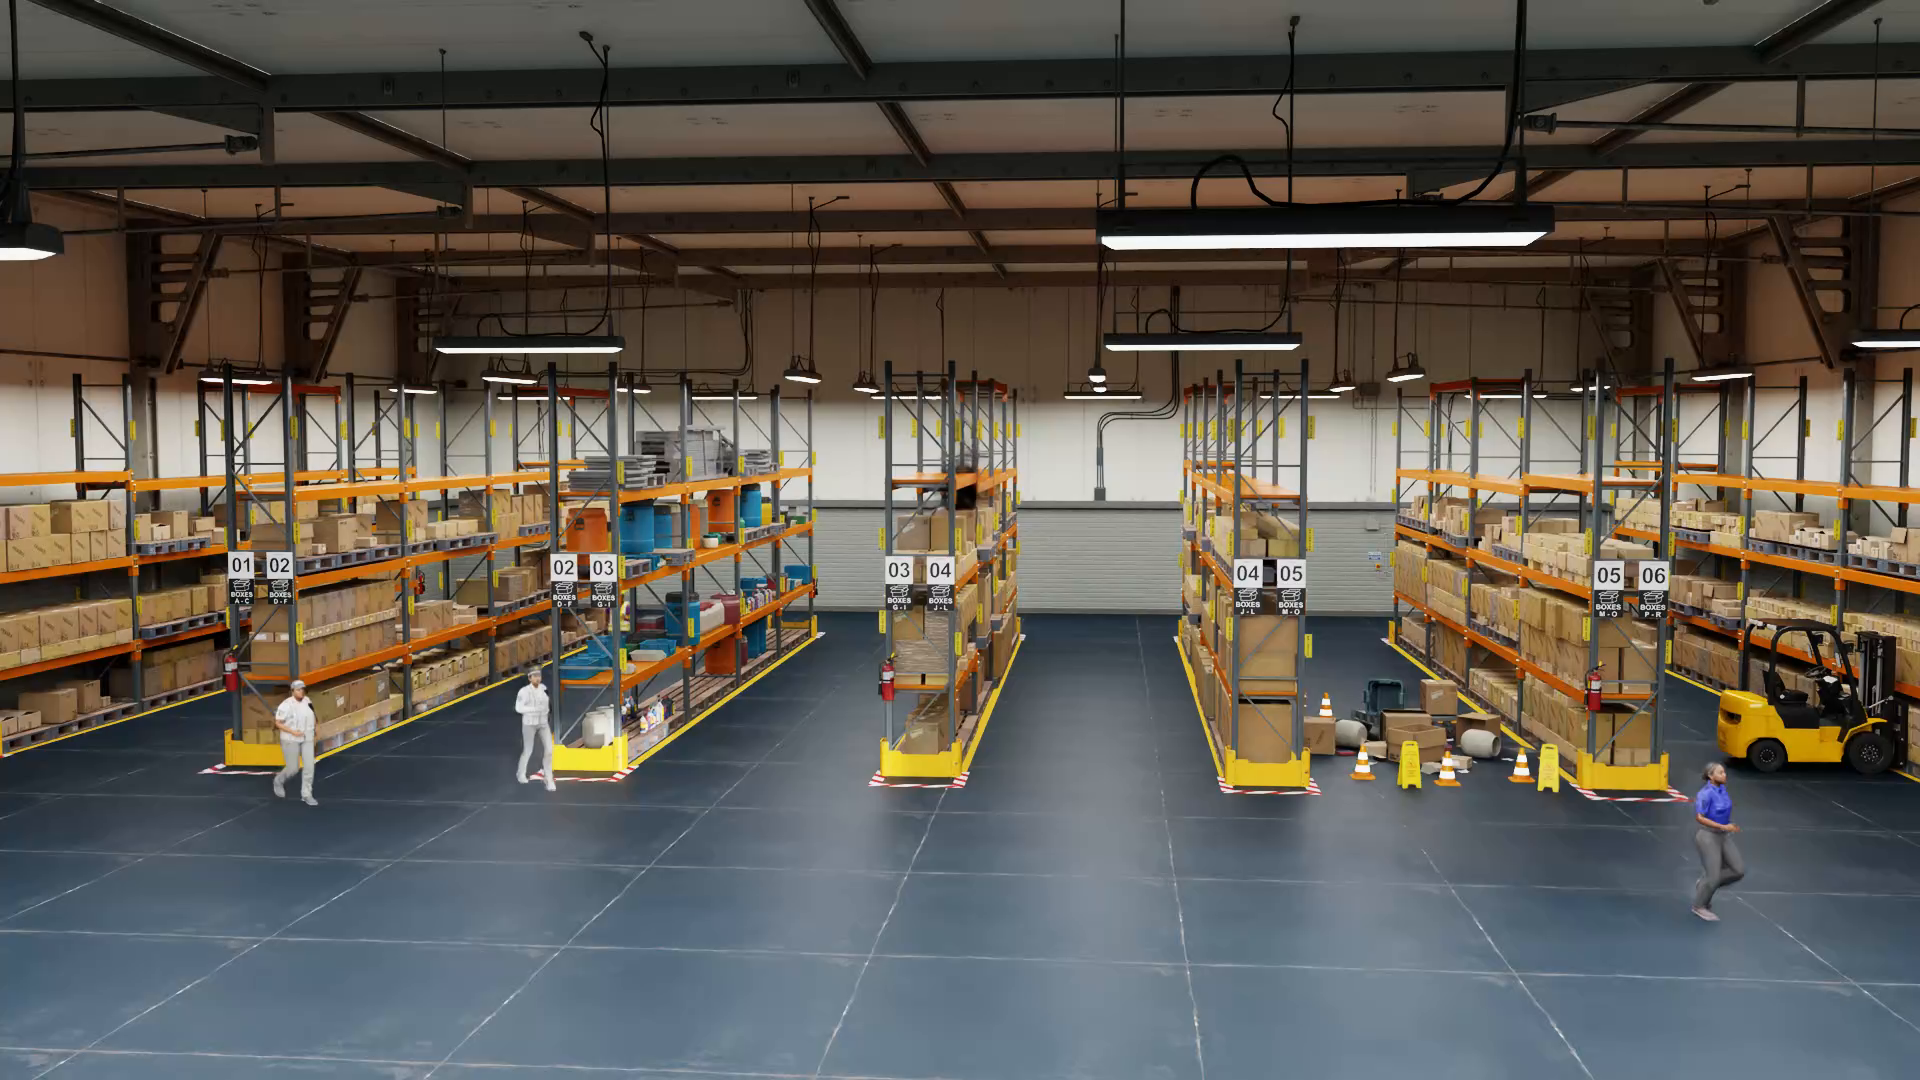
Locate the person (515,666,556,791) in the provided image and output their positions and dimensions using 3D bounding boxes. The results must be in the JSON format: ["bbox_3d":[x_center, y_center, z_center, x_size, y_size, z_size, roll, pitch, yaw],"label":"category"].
[{"bbox_3d":[-5.957,2.629,23.273,0.609,1.770,0.690,-3,5,-42],"label":"person"}]

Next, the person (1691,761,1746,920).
[{"bbox_3d":[7.749,3.074,16.978,0.624,1.624,0.537,-3,5,-38],"label":"person"}]

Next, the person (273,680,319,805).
[{"bbox_3d":[-8.936,2.711,22.410,0.764,1.668,0.630,3,5,37],"label":"person"}]

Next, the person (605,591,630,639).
[{"bbox_3d":[-6.932,1.891,33.858,0.678,1.818,0.738,0,4,0],"label":"person"}]
